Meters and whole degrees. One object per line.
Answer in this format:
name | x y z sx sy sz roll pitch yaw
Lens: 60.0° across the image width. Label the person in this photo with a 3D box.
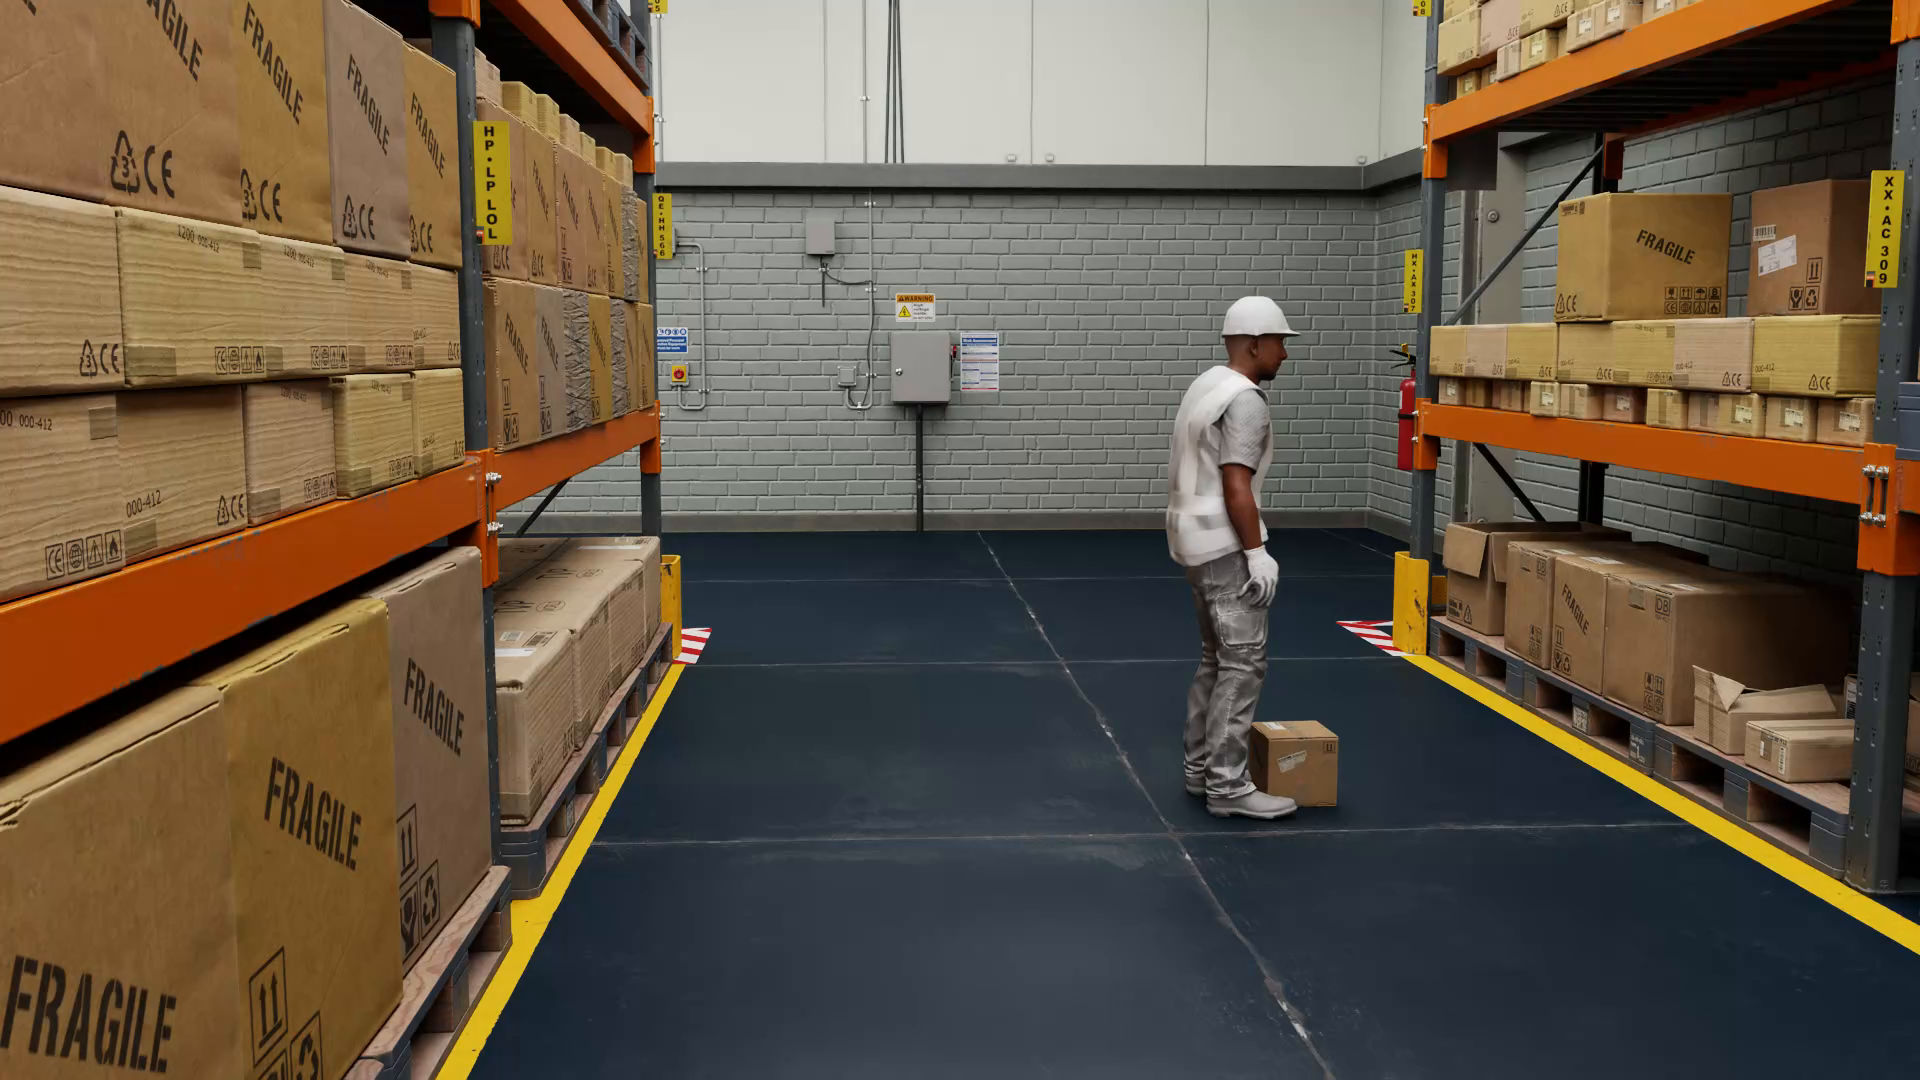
person | 0.956 0.045 5.808 0.446 1.775 0.619 0 7 -3
